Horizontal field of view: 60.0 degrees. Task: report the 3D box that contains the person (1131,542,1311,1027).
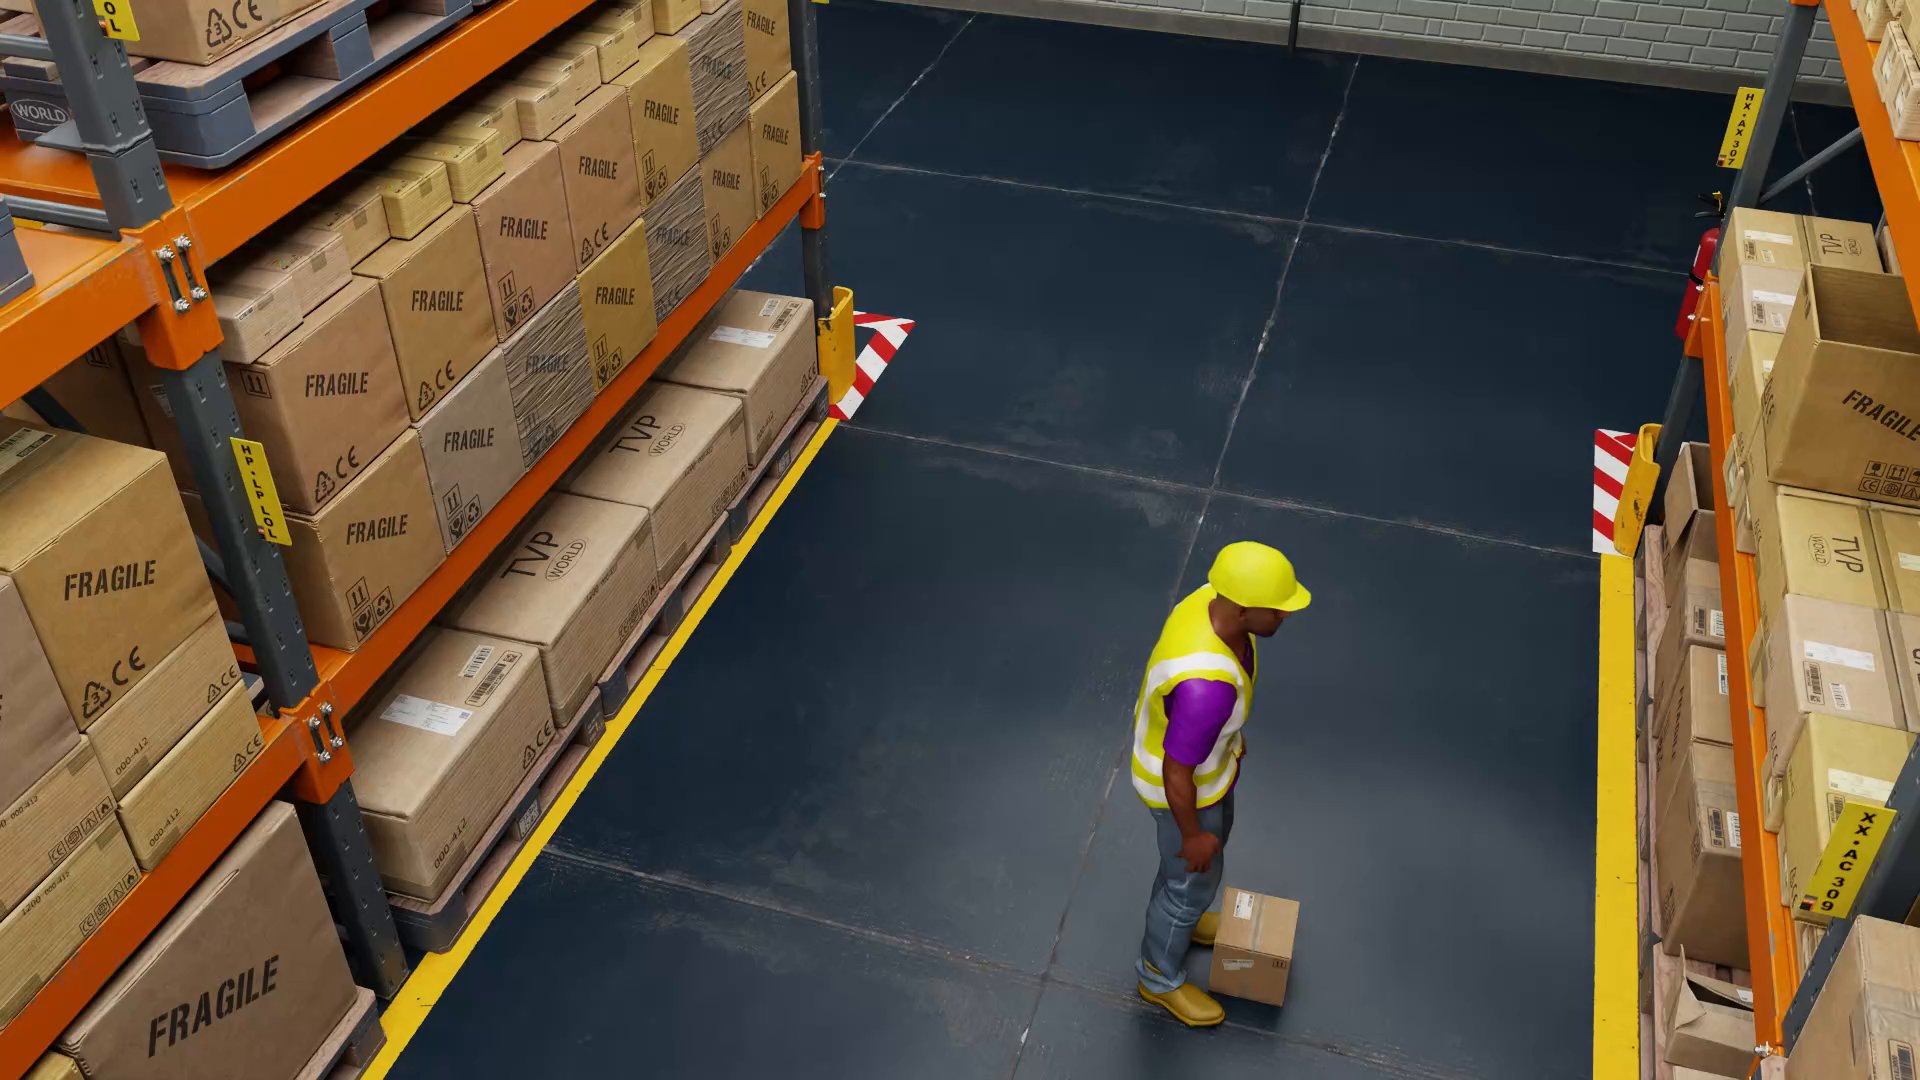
[{"bbox_3d":[0.764,0.726,5.164,0.457,1.761,0.627,11,38,14],"label":"person"}]
